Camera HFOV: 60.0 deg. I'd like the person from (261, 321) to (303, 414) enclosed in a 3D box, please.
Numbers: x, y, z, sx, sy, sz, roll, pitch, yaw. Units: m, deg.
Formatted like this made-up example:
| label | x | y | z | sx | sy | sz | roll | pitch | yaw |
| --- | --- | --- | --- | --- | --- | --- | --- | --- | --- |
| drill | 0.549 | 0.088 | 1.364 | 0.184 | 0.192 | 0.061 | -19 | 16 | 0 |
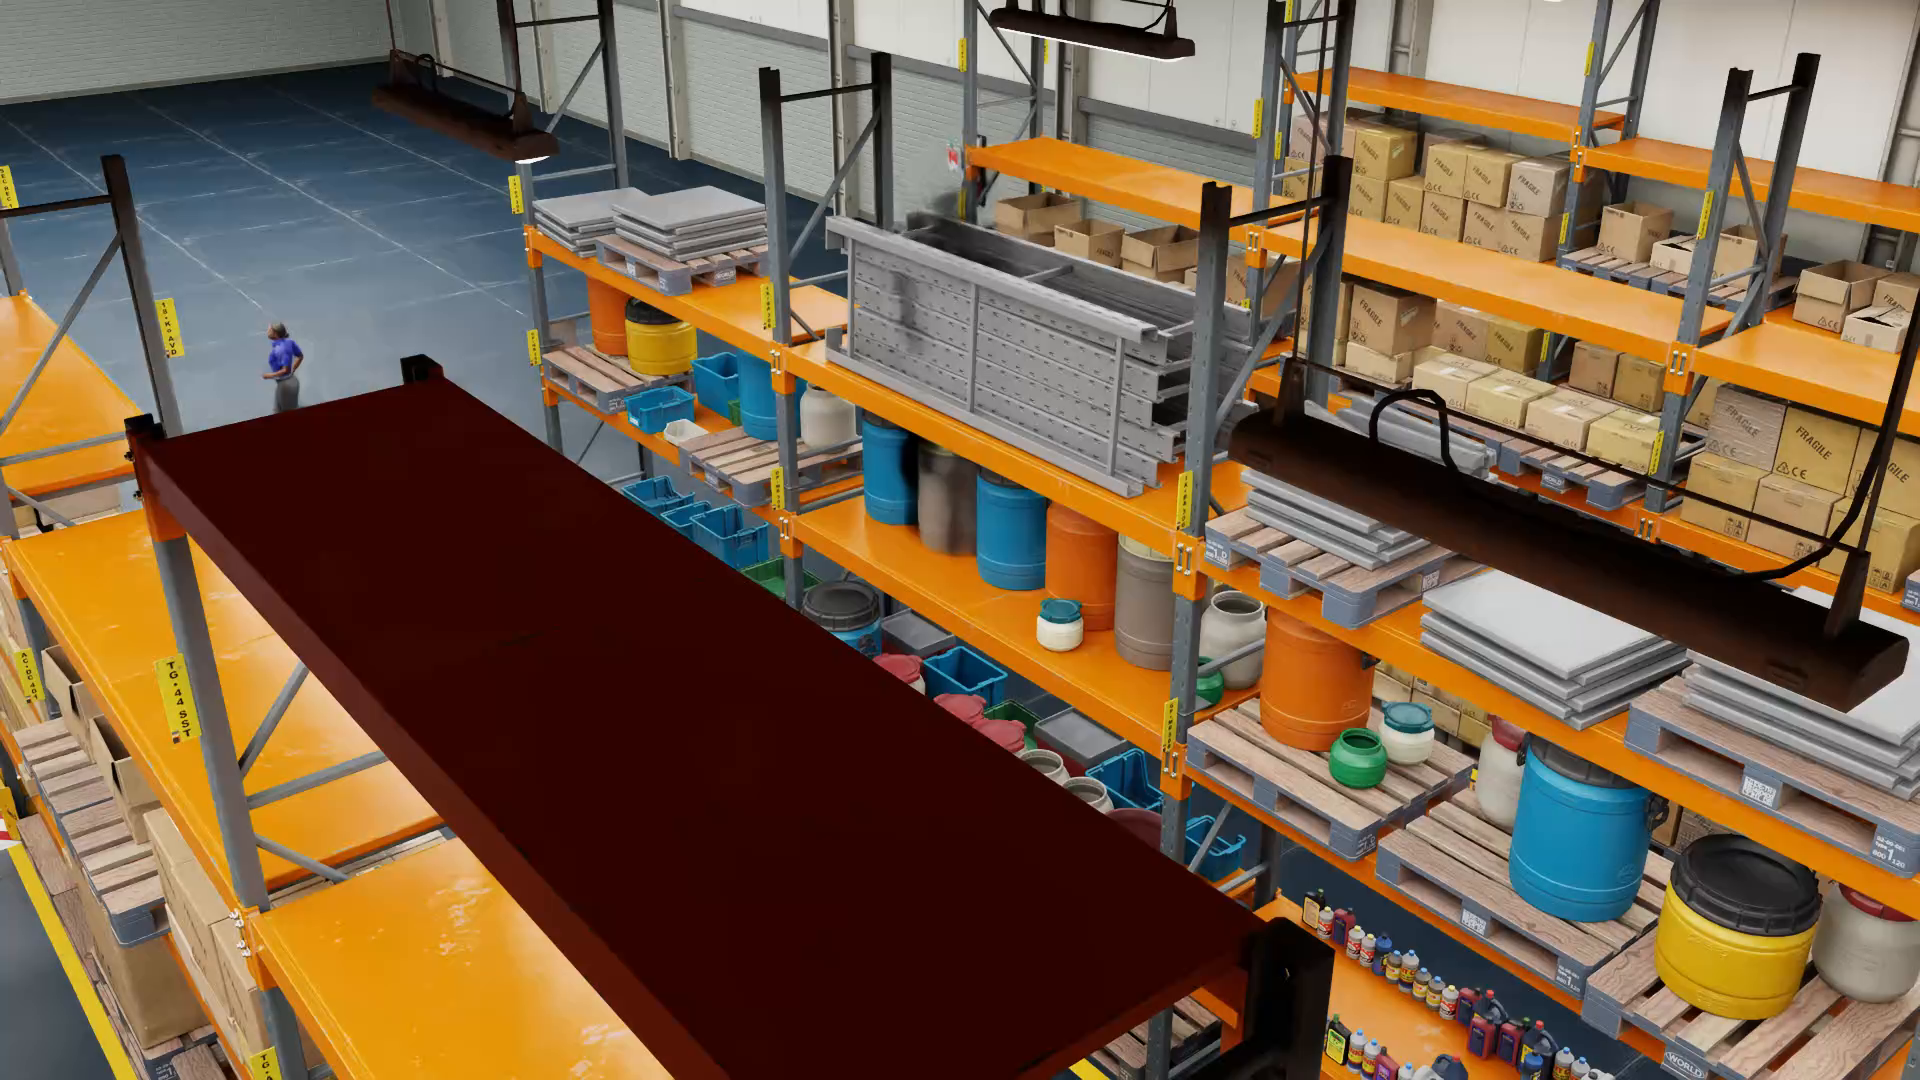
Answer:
| label | x | y | z | sx | sy | sz | roll | pitch | yaw |
| --- | --- | --- | --- | --- | --- | --- | --- | --- | --- |
| person | -8.139 | -1.854 | 20.235 | 0.773 | 1.658 | 0.574 | -6 | 27 | -12 |
